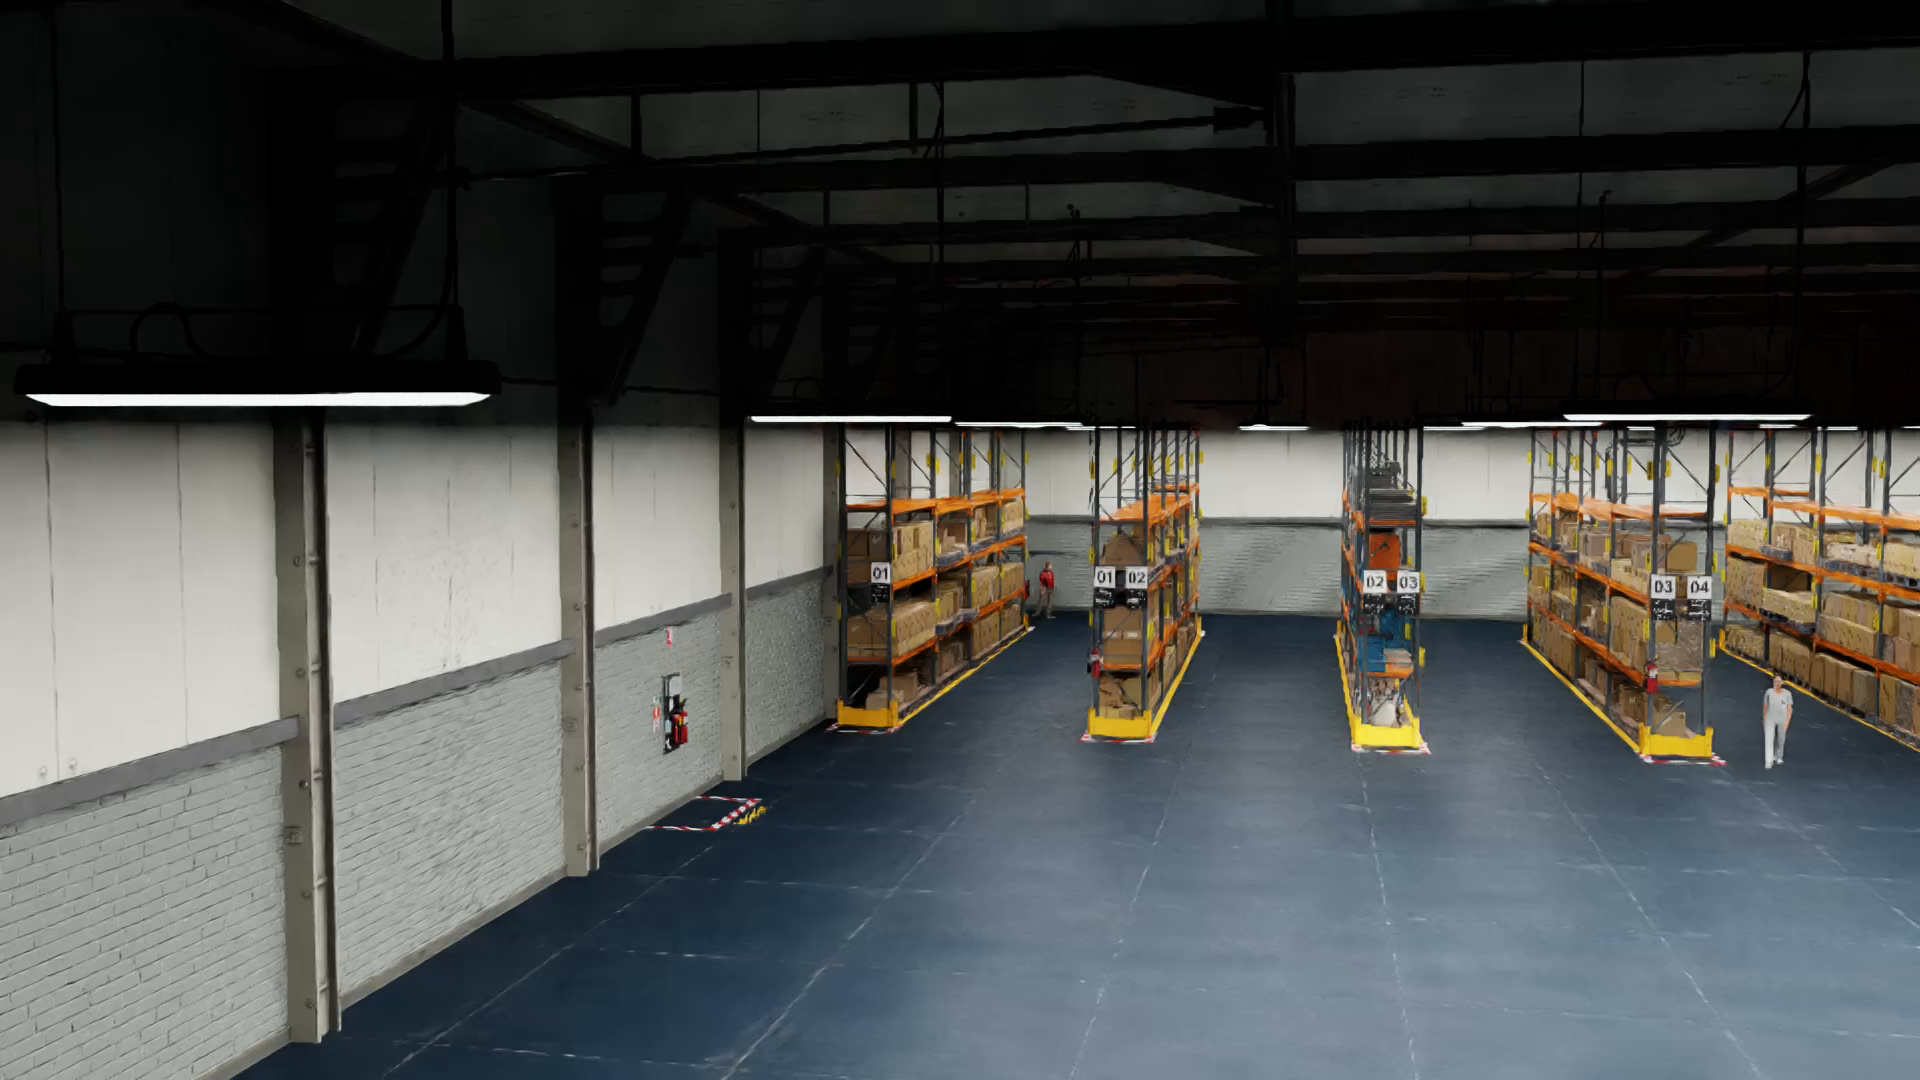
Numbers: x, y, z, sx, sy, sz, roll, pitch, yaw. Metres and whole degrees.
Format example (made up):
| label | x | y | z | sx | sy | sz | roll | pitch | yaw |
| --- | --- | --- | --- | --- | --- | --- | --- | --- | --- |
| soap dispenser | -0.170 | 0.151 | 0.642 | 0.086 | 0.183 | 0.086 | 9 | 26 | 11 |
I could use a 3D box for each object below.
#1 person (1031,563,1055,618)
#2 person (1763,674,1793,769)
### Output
| label | x | y | z | sx | sy | sz | roll | pitch | yaw |
| --- | --- | --- | --- | --- | --- | --- | --- | --- | --- |
| person | 2.559 | 1.550 | 51.174 | 0.737 | 1.721 | 0.528 | -2 | 4 | -32 |
| person | 13.912 | 3.068 | 28.296 | 0.445 | 1.603 | 1.019 | 1 | 4 | 21 |
